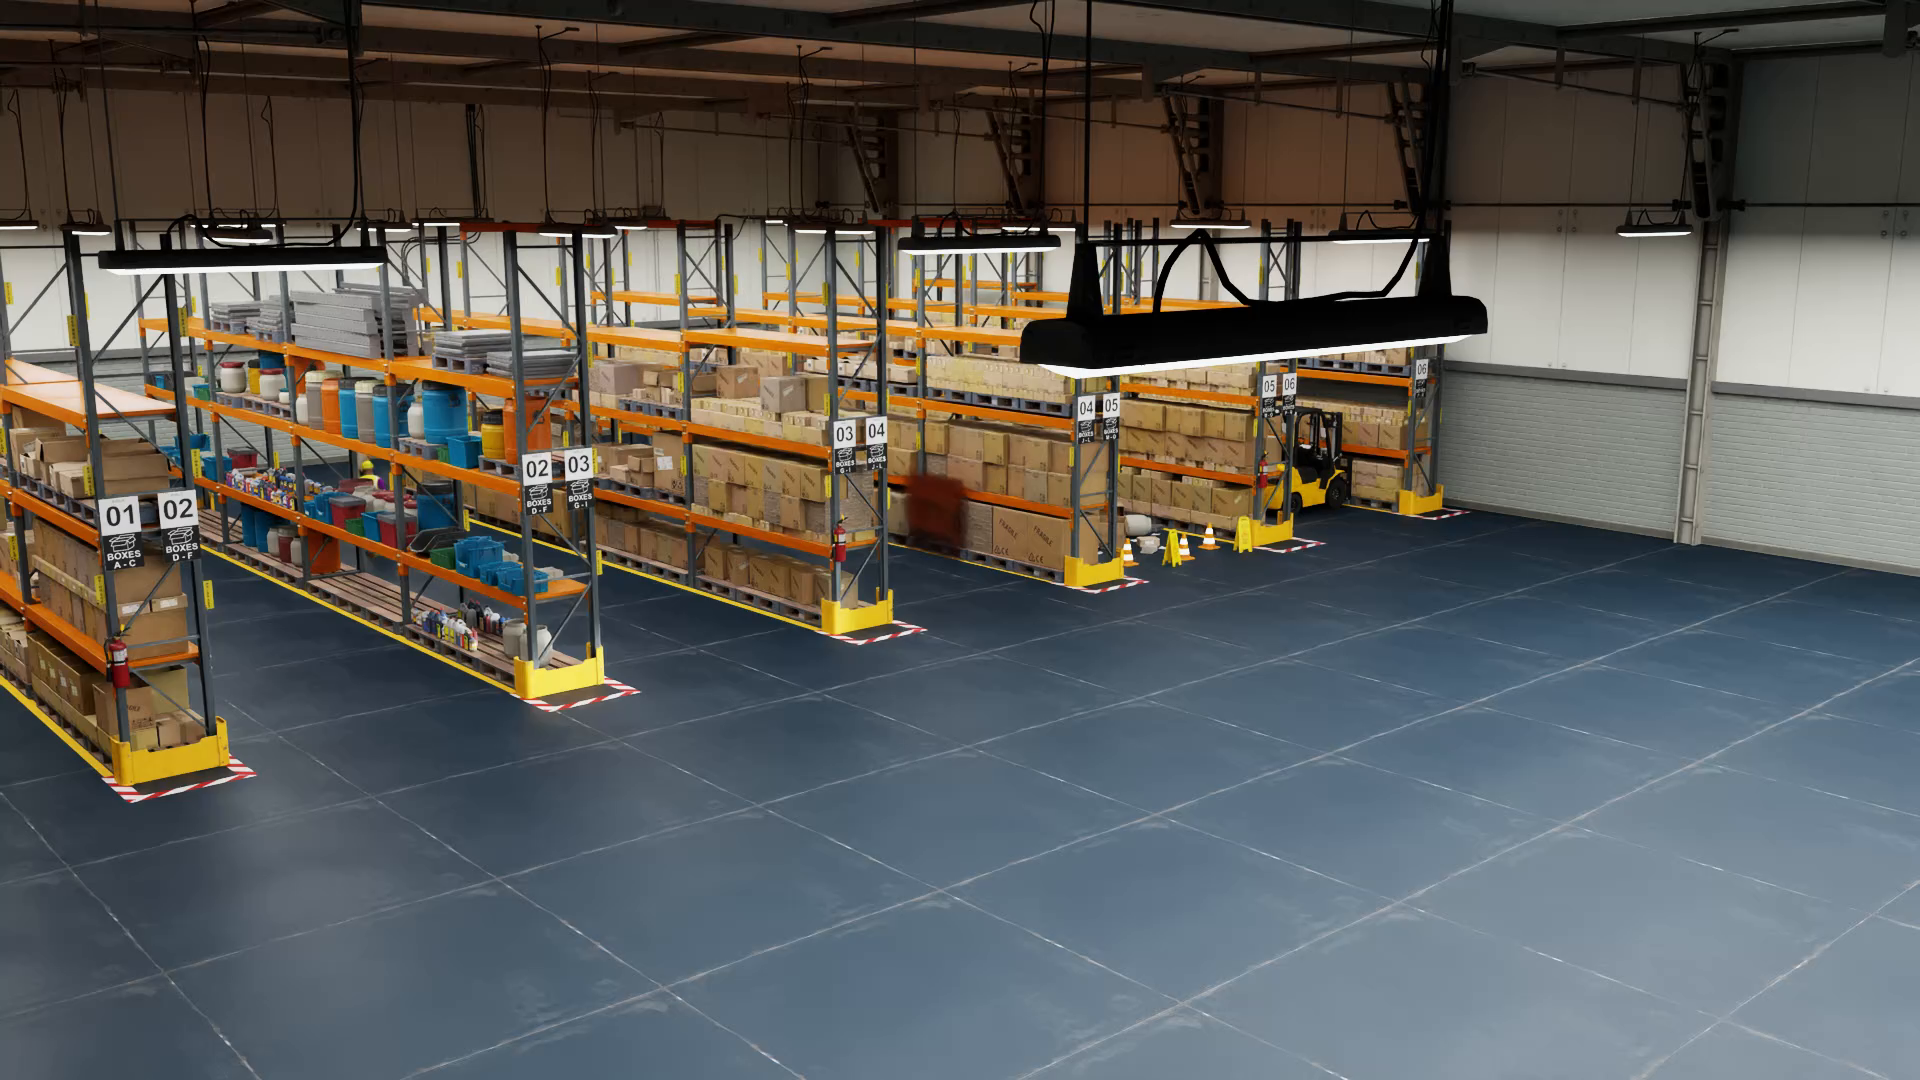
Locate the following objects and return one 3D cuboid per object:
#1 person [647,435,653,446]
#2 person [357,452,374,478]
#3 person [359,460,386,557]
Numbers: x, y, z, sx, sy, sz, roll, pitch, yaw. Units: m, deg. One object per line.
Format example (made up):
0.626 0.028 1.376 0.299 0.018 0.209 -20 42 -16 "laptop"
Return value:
-8.033 -3.232 43.695 0.548 1.737 0.508 3 12 17 "person"
-13.404 -1.949 37.113 0.610 1.723 0.625 7 13 30 "person"
-10.685 -0.558 30.200 0.607 1.769 0.497 -1 11 -3 "person"
